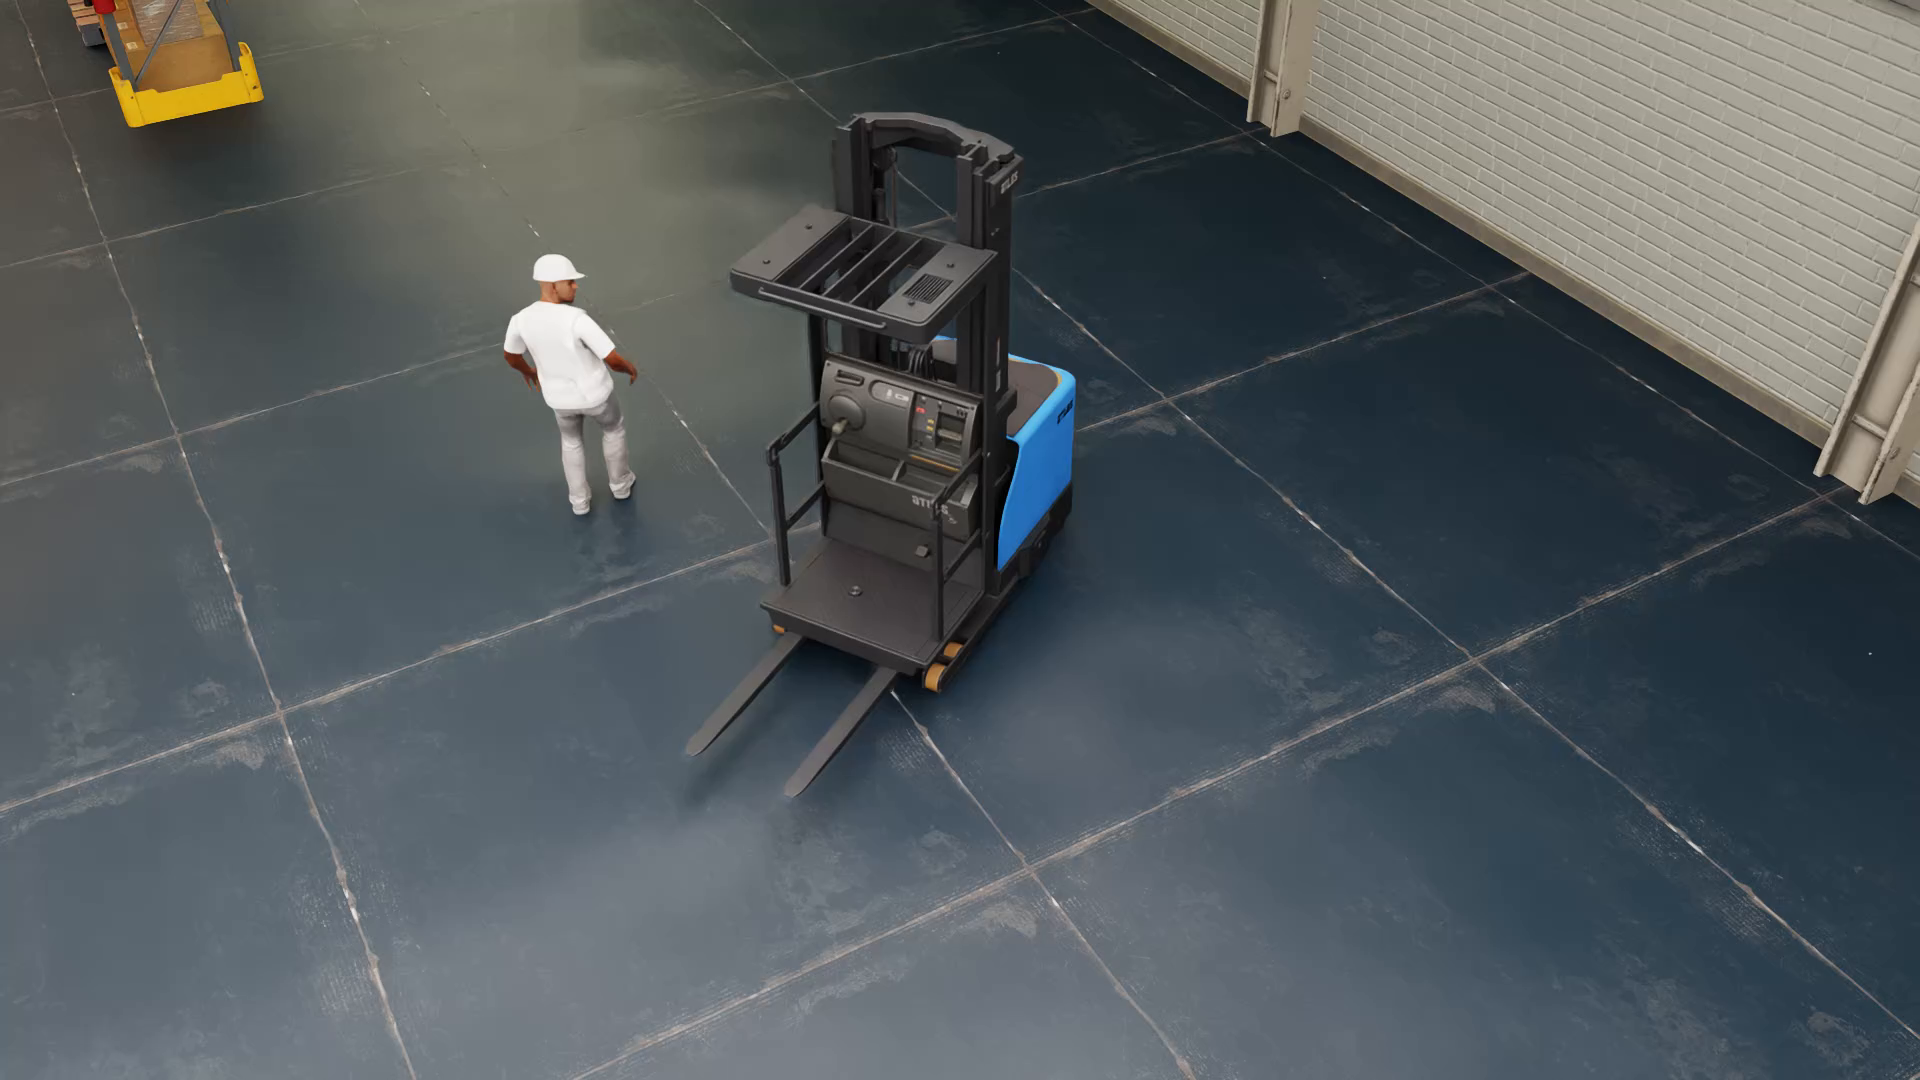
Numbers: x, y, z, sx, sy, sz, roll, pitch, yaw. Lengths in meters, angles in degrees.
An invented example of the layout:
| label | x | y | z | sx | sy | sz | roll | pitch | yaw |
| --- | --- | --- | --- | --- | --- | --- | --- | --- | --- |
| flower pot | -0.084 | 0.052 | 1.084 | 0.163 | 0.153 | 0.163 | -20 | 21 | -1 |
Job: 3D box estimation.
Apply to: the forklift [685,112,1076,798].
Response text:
| label | x | y | z | sx | sy | sz | roll | pitch | yaw |
| --- | --- | --- | --- | --- | --- | --- | --- | --- | --- |
| forklift | -0.433 | -0.606 | 8.767 | 1.130 | 2.935 | 3.031 | 19 | 43 | 21 |

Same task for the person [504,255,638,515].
| label | x | y | z | sx | sy | sz | roll | pitch | yaw |
| --- | --- | --- | --- | --- | --- | --- | --- | --- | --- |
| person | -2.346 | -0.958 | 10.140 | 0.778 | 1.727 | 0.510 | 5 | 40 | 6 |
